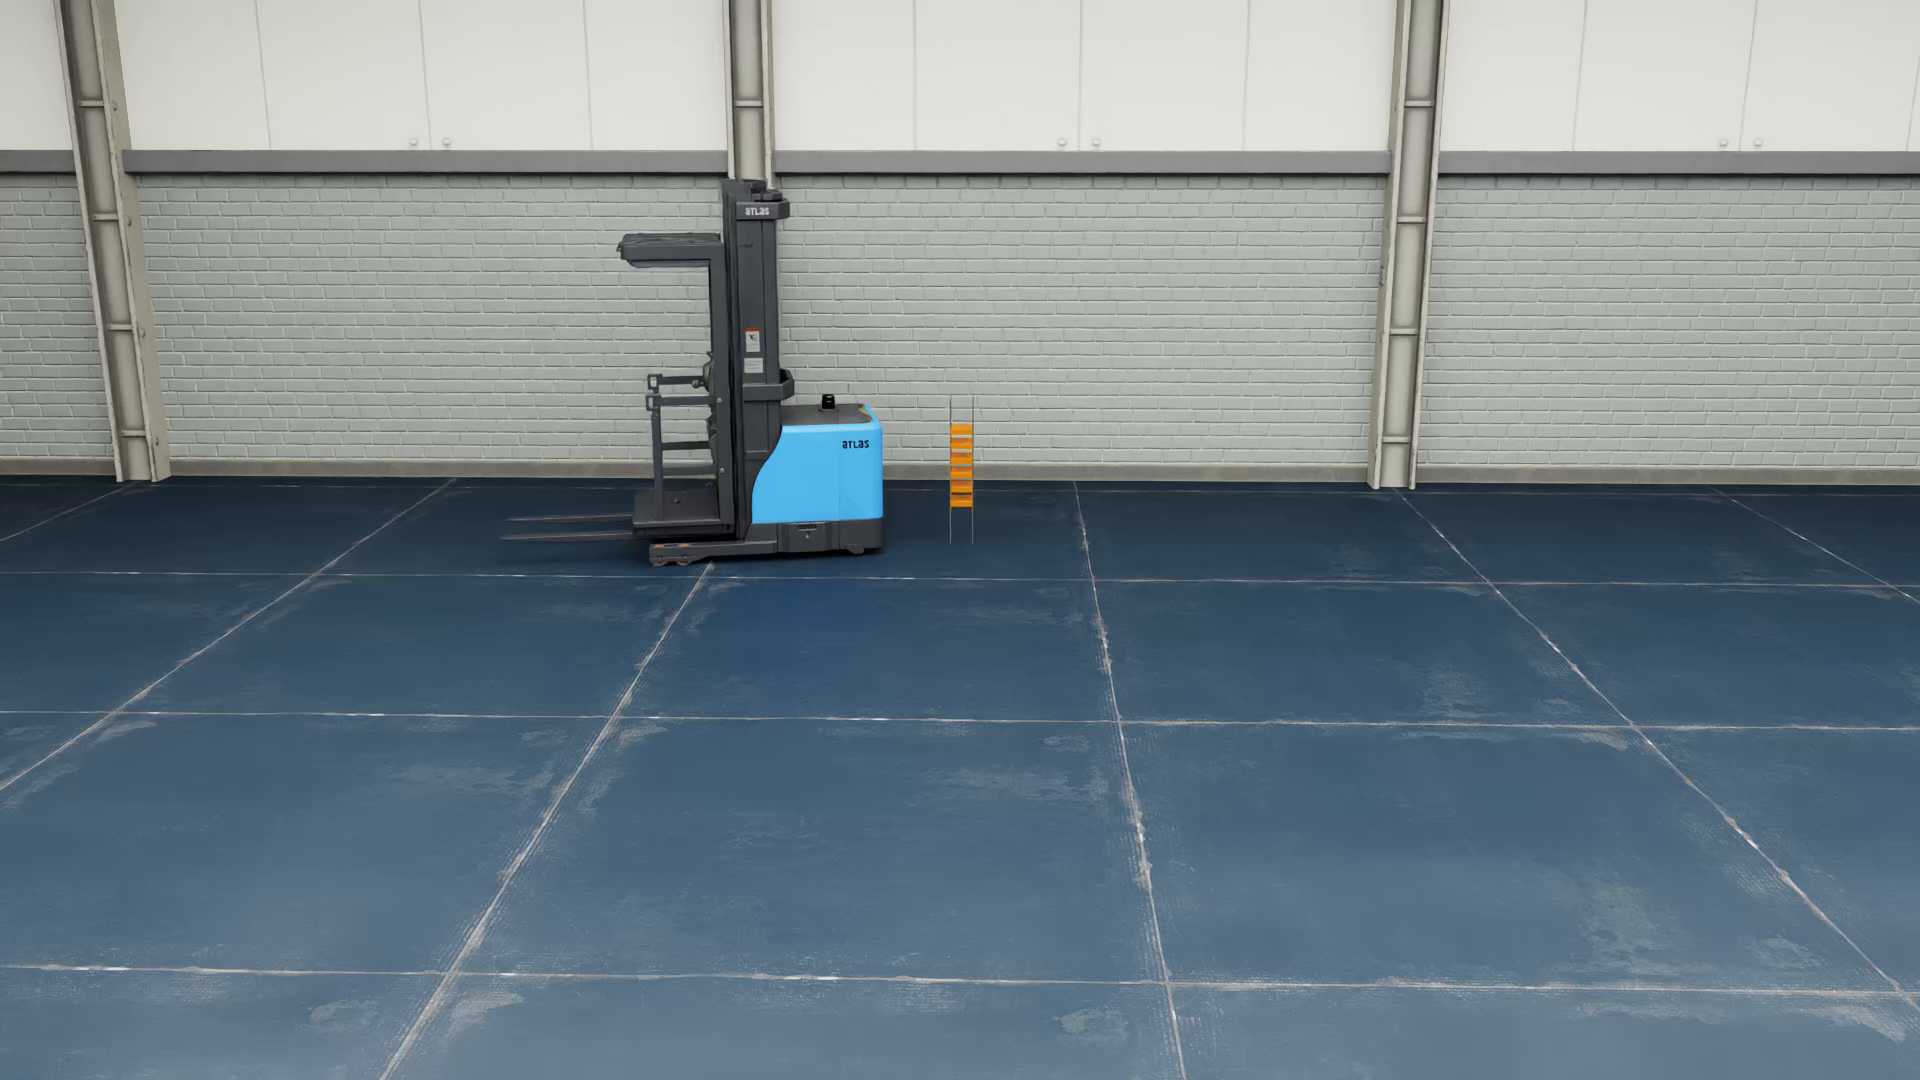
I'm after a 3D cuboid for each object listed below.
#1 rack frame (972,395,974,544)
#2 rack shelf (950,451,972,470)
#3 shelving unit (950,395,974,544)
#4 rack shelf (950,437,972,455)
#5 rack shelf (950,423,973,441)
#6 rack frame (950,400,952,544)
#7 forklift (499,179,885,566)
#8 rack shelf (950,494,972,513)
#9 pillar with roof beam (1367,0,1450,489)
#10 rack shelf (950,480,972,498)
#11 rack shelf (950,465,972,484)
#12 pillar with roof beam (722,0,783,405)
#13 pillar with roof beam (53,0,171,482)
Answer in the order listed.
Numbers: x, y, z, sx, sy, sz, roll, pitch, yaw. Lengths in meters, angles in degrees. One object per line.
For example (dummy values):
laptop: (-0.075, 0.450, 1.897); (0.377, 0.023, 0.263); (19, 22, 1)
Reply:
rack frame: (0.106, -0.579, 13.684); (0.006, 1.200, 0.240); (0, 15, 1)
rack shelf: (0.014, -0.653, 13.667); (0.180, 0.103, 0.258); (0, 15, 1)
shelving unit: (0.014, -0.580, 13.687); (0.189, 1.200, 0.258); (0, 15, 1)
rack shelf: (0.014, -0.769, 13.637); (0.180, 0.103, 0.258); (0, 15, 1)
rack shelf: (0.014, -0.885, 13.606); (0.180, 0.103, 0.258); (0, 15, 1)
rack frame: (-0.077, -0.581, 13.689); (0.006, 1.200, 0.240); (0, 15, 1)
forklift: (-2.169, -1.357, 13.237); (3.031, 2.935, 1.130); (-2, 15, -9)
rack shelf: (0.014, -0.305, 13.759); (0.180, 0.103, 0.258); (0, 15, 1)
pillar with roof beam: (3.986, -3.775, 10.507); (0.400, 9.000, 9.100); (0, 15, 1)
rack shelf: (0.014, -0.421, 13.729); (0.180, 0.103, 0.258); (0, 15, 1)
rack shelf: (0.014, -0.537, 13.698); (0.180, 0.103, 0.258); (0, 15, 1)
pillar with roof beam: (-2.012, -3.814, 10.655); (0.400, 9.000, 9.100); (0, 15, 1)
pillar with roof beam: (-8.010, -3.853, 10.803); (0.400, 9.000, 9.100); (0, 15, 1)
